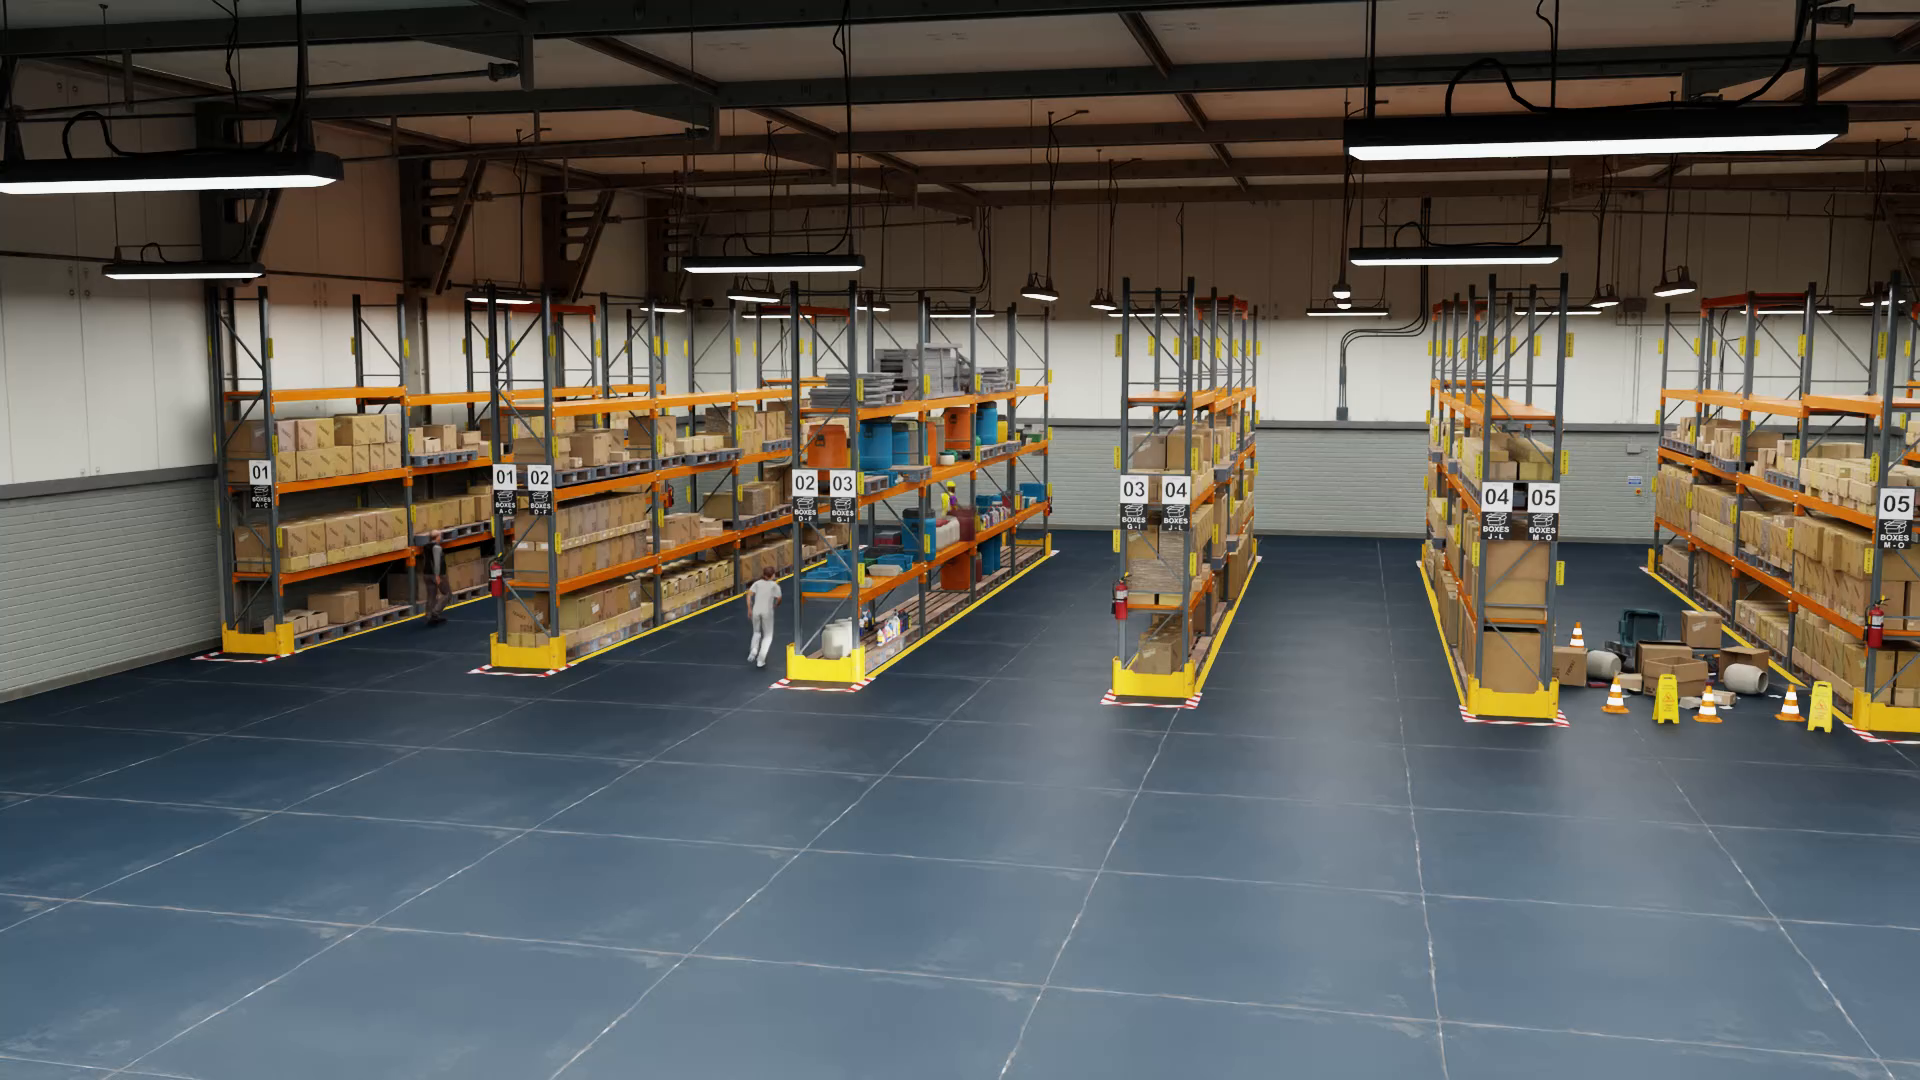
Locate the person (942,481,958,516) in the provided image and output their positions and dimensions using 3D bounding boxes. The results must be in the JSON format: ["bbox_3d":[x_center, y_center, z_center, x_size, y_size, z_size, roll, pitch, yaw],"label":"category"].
[{"bbox_3d":[-0.210,-0.551,40.738,0.656,1.781,0.605,-4,8,-32],"label":"person"}]

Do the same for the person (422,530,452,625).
[{"bbox_3d":[-9.561,0.673,30.236,0.571,1.709,0.464,3,7,27],"label":"person"}]

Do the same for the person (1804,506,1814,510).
[{"bbox_3d":[18.352,0.078,35.808,0.552,1.615,0.880,-4,8,-33],"label":"person"}]

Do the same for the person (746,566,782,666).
[{"bbox_3d":[-3.123,1.196,26.519,0.555,1.558,0.722,1,7,13],"label":"person"}]
